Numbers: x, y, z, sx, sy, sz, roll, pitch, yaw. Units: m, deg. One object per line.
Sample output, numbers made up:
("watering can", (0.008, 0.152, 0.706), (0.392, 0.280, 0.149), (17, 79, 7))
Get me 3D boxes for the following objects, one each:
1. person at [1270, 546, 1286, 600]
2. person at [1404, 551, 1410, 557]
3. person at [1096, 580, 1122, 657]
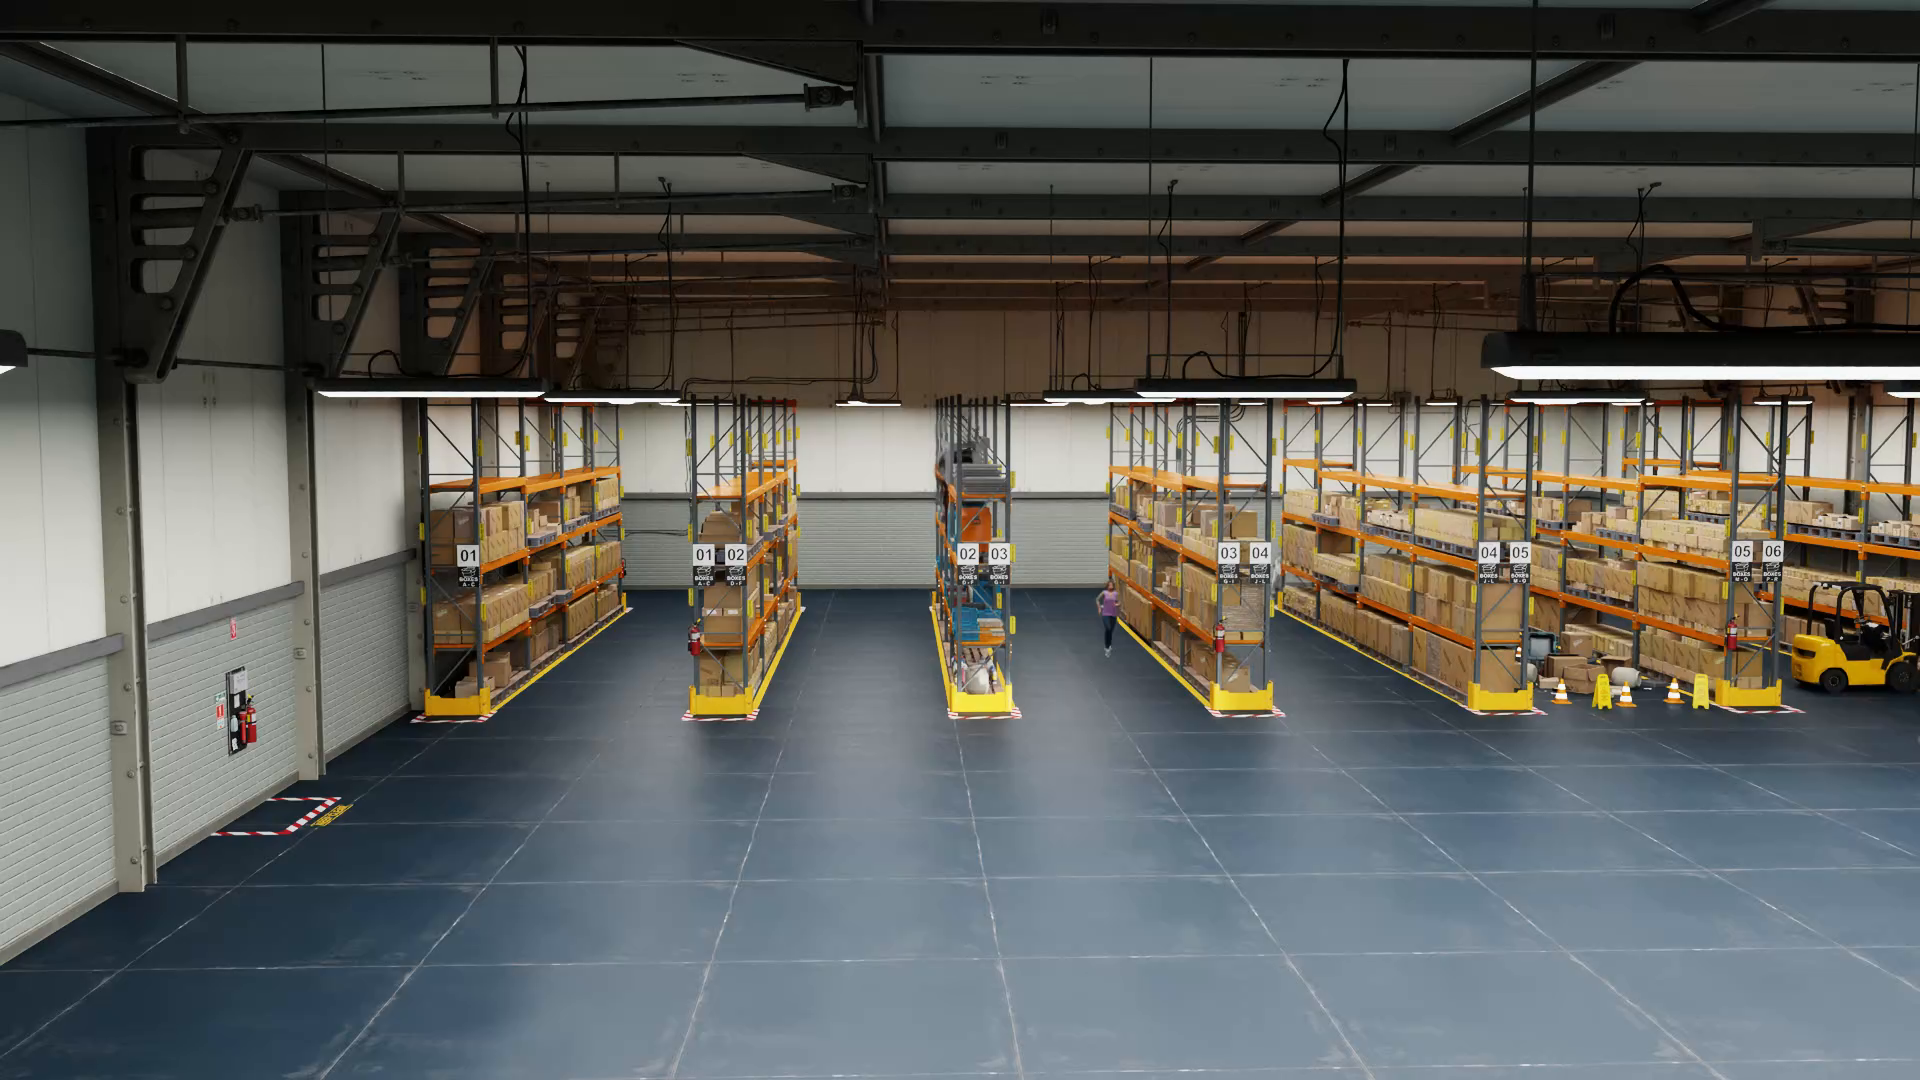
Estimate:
("person", (9.379, 0.995, 49.112), (0.867, 1.722, 0.730), (2, 5, 23))
("person", (13.290, 1.025, 49.273), (0.746, 1.720, 0.563), (0, 5, -5))
("person", (3.331, 1.735, 36.992), (0.503, 1.684, 0.679), (-1, 5, -14))
